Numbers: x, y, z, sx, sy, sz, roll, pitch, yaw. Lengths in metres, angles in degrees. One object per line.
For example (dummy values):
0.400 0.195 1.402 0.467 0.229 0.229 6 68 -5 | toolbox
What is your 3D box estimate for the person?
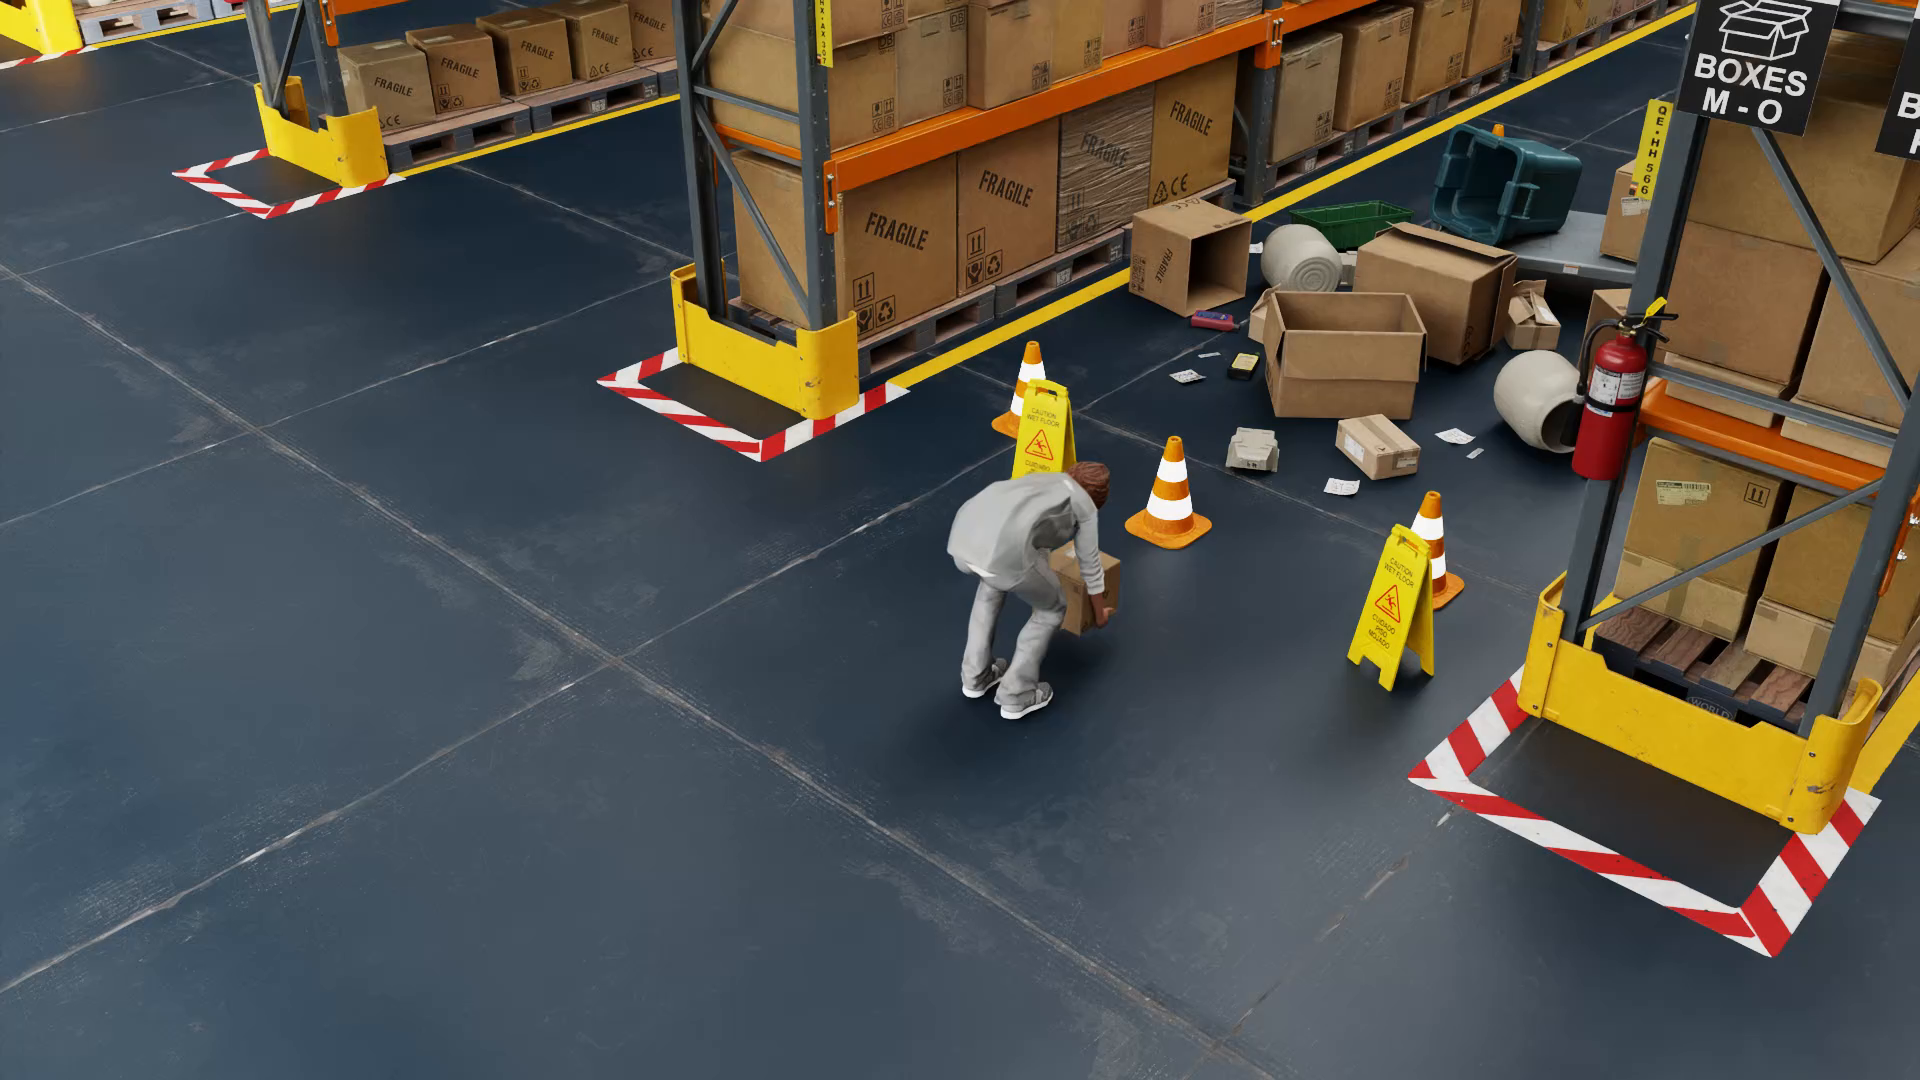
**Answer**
0.299 0.145 6.518 0.409 0.959 0.868 24 39 33 | person
